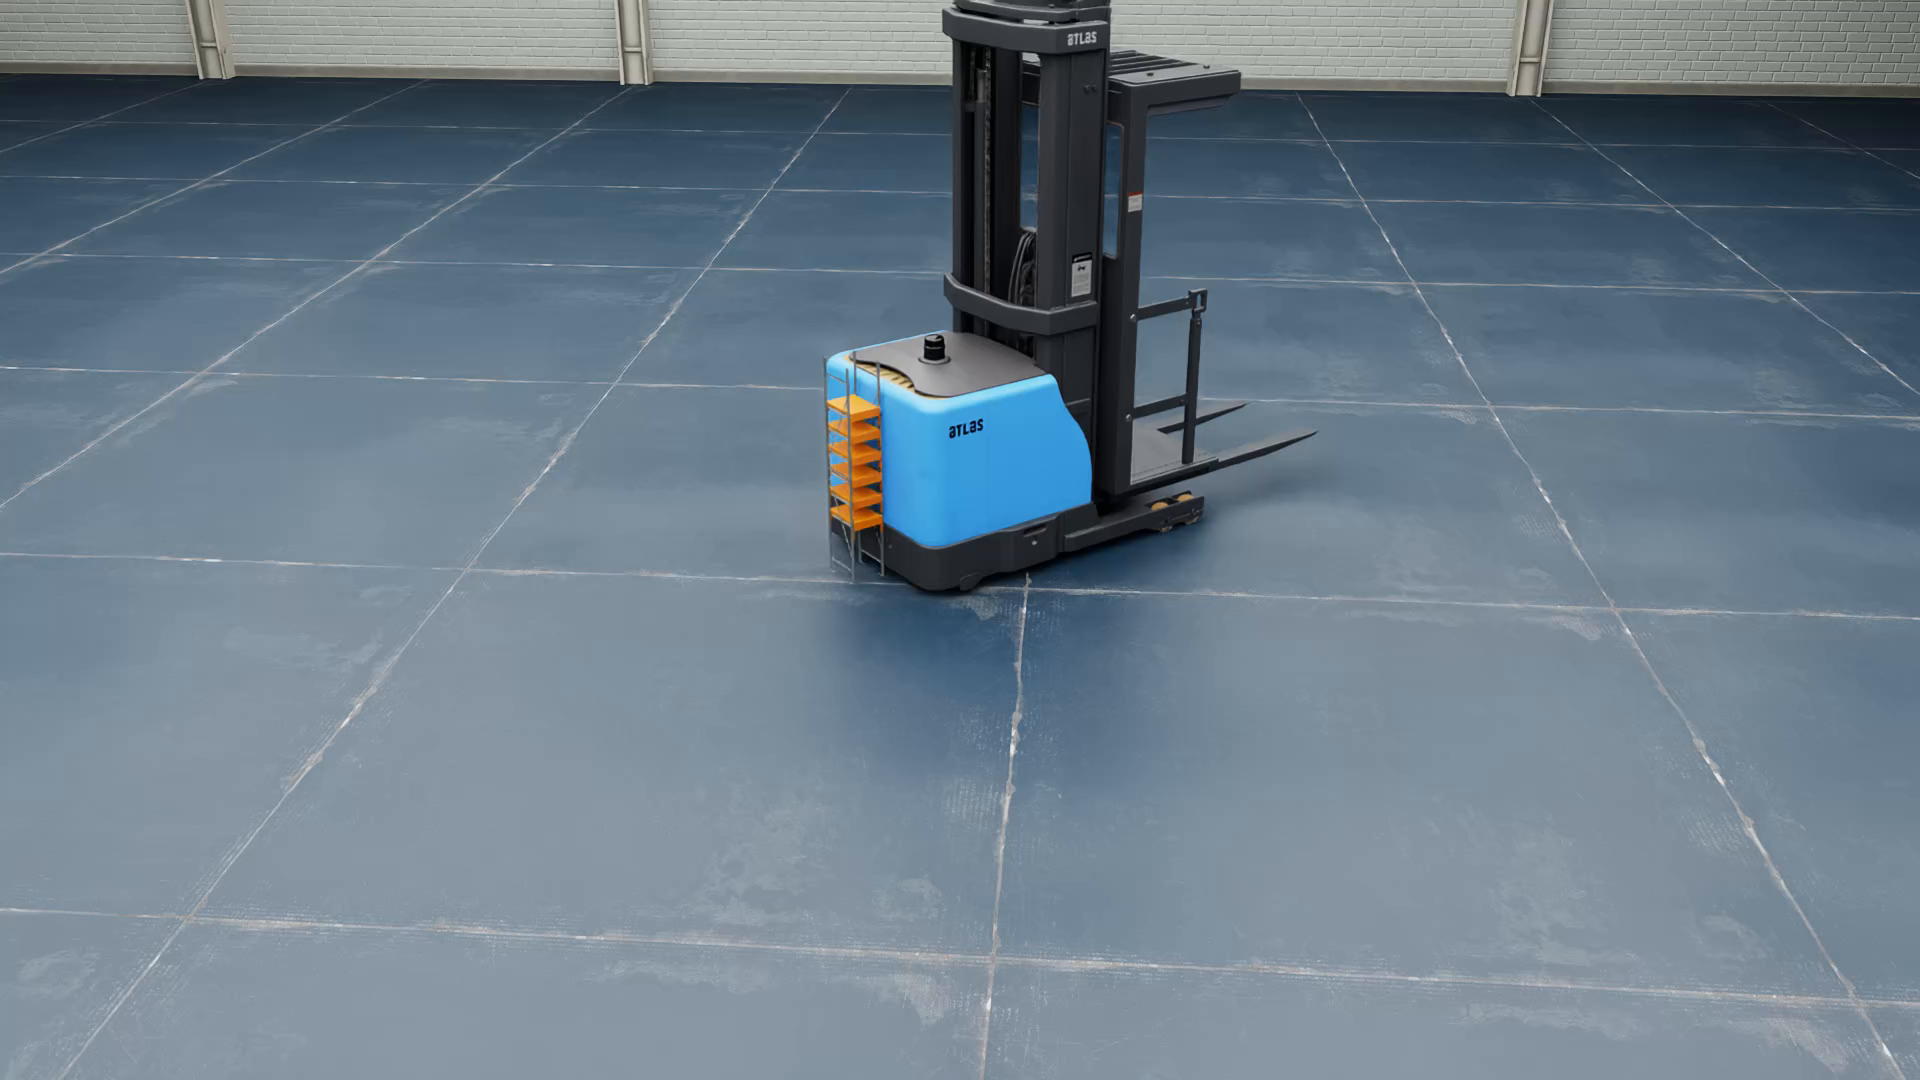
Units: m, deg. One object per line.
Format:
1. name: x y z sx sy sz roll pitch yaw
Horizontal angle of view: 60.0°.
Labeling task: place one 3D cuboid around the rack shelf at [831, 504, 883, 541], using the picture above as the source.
1. rack shelf: -0.548 -0.105 8.723 0.180 0.103 0.258 -17 30 -32

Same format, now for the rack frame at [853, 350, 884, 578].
1. rack frame: -0.474 -0.386 8.653 0.006 1.200 0.240 -17 30 -32

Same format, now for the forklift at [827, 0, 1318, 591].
1. forklift: 0.770 -1.538 9.086 3.031 2.935 1.130 -17 30 -32

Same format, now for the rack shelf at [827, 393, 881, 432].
1. rack shelf: -0.548 -0.650 8.472 0.180 0.103 0.258 -17 30 -32

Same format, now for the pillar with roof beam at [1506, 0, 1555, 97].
1. pillar with roof beam: 7.173 -8.232 16.375 0.400 9.000 9.100 2 25 4

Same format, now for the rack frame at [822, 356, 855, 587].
1. rack frame: -0.622 -0.341 8.555 0.006 1.200 0.240 -17 30 -32

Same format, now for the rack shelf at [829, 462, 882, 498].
1. rack shelf: -0.548 -0.323 8.623 0.180 0.103 0.258 -17 30 -32

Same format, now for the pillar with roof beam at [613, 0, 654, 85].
1. pillar with roof beam: -4.791 -8.616 17.210 0.400 9.000 9.100 2 25 4

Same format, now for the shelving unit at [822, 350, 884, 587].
1. shelving unit: -0.548 -0.363 8.604 0.189 1.200 0.258 -17 30 -32

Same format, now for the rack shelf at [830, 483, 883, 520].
1. rack shelf: -0.548 -0.214 8.673 0.180 0.103 0.258 -17 30 -32

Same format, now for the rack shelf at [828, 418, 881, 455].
1. rack shelf: -0.548 -0.541 8.522 0.180 0.103 0.258 -17 30 -32

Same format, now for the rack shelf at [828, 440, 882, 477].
1. rack shelf: -0.548 -0.432 8.573 0.180 0.103 0.258 -17 30 -32

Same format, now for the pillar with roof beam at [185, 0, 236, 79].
1. pillar with roof beam: -10.774 -8.808 17.627 0.400 9.000 9.100 2 25 4
